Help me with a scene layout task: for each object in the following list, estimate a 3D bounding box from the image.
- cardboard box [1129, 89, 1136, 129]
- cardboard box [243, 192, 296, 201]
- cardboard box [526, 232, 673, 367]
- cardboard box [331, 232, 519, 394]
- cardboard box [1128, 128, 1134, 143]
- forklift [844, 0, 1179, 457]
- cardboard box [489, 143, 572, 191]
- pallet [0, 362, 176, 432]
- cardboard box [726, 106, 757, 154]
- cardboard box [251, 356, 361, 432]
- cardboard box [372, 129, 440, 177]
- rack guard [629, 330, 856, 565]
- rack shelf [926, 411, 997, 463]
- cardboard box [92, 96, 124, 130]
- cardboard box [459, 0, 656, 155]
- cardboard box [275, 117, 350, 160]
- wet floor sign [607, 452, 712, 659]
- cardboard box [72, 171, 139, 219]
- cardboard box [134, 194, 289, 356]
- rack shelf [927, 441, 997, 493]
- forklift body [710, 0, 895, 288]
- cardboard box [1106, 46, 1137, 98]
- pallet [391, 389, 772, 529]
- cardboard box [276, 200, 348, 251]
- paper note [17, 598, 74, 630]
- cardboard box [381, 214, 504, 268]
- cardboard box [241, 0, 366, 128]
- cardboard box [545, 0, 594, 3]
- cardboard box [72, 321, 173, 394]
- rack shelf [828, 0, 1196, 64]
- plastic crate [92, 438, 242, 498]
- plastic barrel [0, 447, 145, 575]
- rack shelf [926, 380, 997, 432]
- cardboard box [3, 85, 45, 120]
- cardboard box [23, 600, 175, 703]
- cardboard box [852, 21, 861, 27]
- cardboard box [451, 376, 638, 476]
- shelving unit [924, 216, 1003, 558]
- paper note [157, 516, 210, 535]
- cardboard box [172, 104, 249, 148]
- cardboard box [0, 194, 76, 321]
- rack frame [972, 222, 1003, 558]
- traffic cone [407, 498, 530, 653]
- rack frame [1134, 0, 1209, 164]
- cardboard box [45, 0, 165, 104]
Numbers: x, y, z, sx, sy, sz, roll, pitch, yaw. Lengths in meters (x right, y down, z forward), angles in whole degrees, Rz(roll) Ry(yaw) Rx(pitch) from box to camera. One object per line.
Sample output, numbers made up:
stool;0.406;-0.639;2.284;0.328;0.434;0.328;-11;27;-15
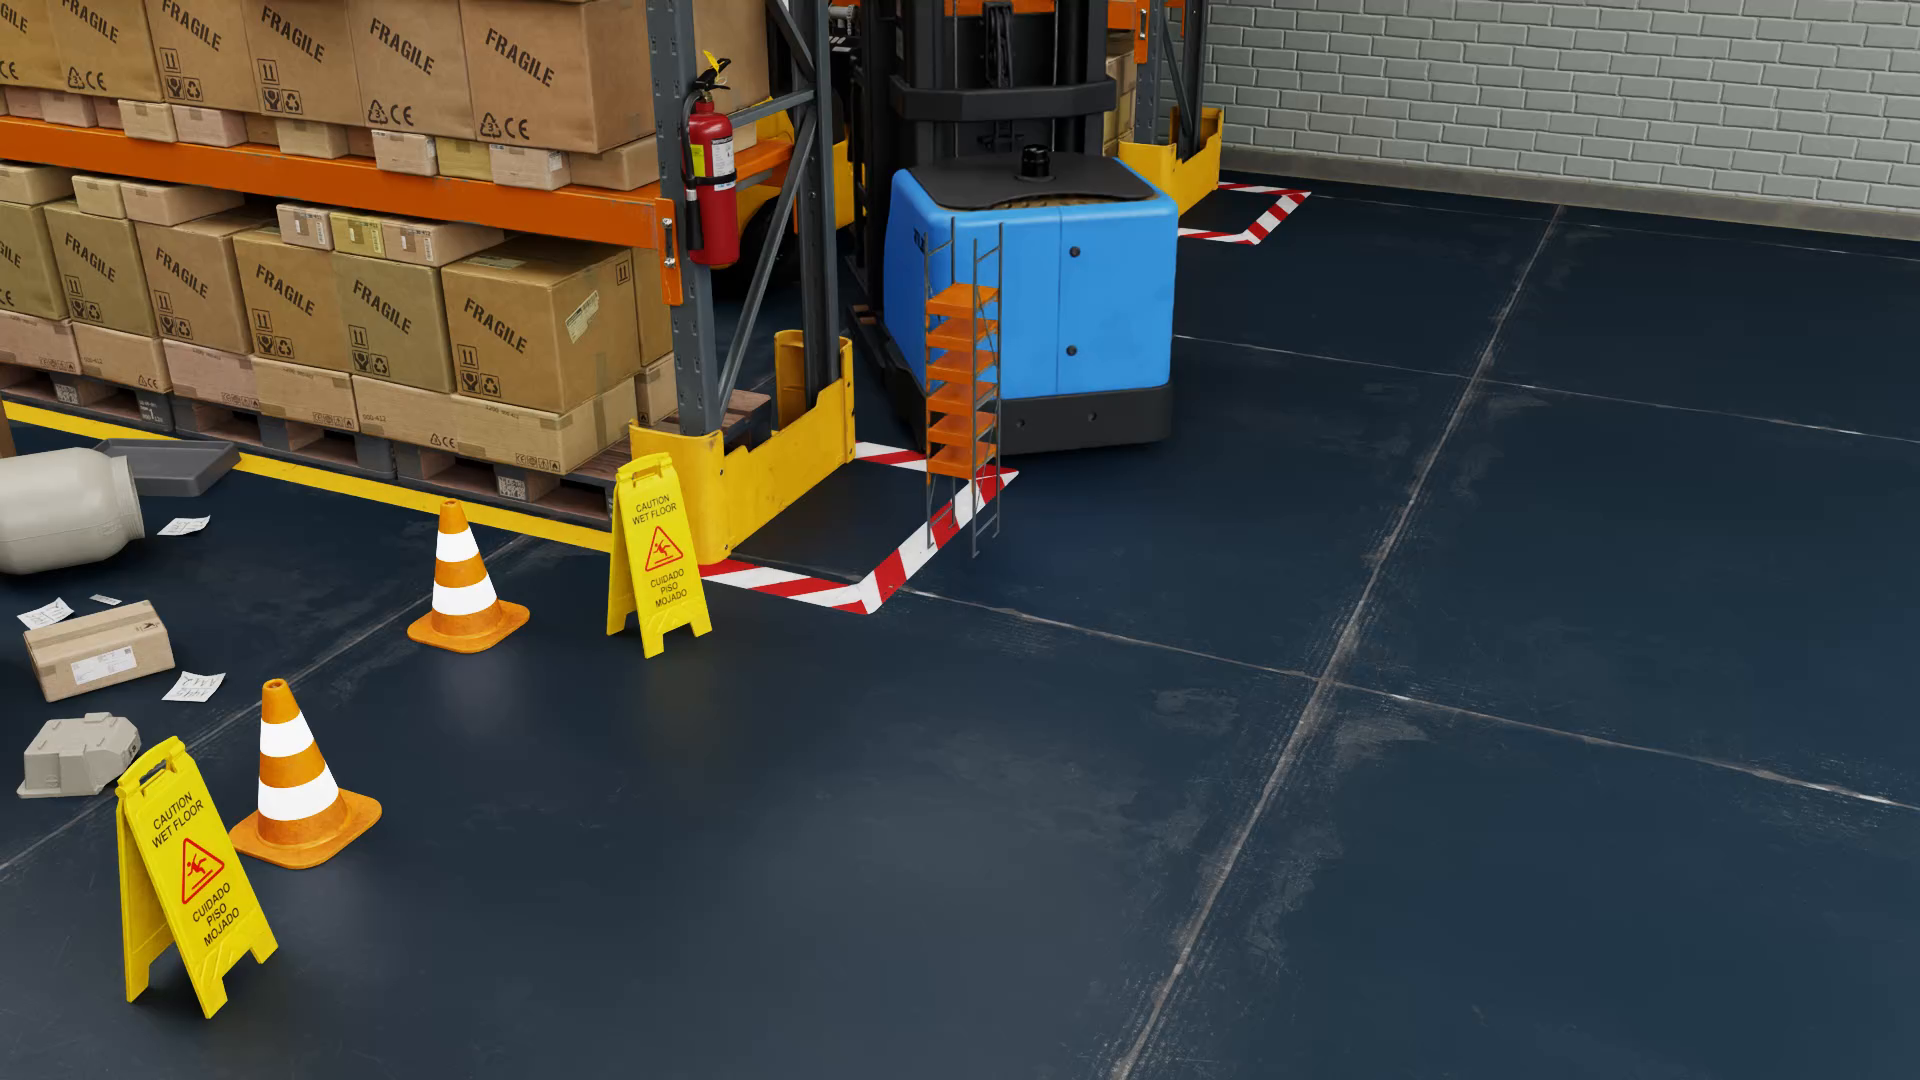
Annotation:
cardboard box;0.964;-2.842;10.698;0.500;0.250;0.500;12;29;23
cardboard box;-2.808;-1.334;7.352;0.500;0.500;0.500;13;29;24
cardboard box;-1.387;-1.051;6.777;0.500;0.500;0.500;10;28;20
cardboard box;-2.059;-0.924;6.519;0.500;0.500;0.500;12;29;24
cardboard box;0.940;-2.617;10.806;0.500;0.250;0.500;11;28;22
forklift;0.052;-2.268;7.538;1.130;2.935;3.031;-6;27;-12
cardboard box;-1.451;-1.368;5.918;0.250;0.149;0.380;11;28;21
pallet;-3.760;-0.869;7.775;1.213;0.211;1.003;11;28;22
cardboard box;-0.969;-1.530;6.245;0.250;0.149;0.380;11;28;22
cardboard box;-2.539;-0.683;6.878;0.500;0.250;0.500;10;28;20
cardboard box;-1.922;-1.459;6.101;0.250;0.149;0.380;12;29;23
rack guard;-0.814;-0.389;6.475;0.348;0.500;1.175;11;28;22
rack shelf;0.013;-0.388;6.052;0.180;0.103;0.258;11;28;22
cardboard box;-3.260;-1.772;6.738;0.250;0.149;0.380;11;28;22
cardboard box;-1.353;-1.664;5.783;0.500;0.500;0.500;11;28;21
cardboard box;-2.367;-1.572;6.332;0.250;0.149;0.380;11;28;21
wet floor sign;-1.015;0.024;5.470;0.232;0.644;0.267;23;35;39
cardboard box;-3.403;-1.454;6.861;0.250;0.149;0.380;13;29;24
cardboard box;-2.998;-1.114;6.906;0.500;0.500;0.500;13;29;24
rack shelf;0.013;-0.280;6.105;0.180;0.103;0.258;11;28;22
forklift body;-1.175;-2.726;9.352;1.214;2.155;2.313;11;28;22
cardboard box;0.758;-2.856;10.160;0.500;0.250;0.500;12;29;24
pallet;-1.539;-0.423;6.869;1.213;0.211;1.003;11;28;22
cardboard box;-2.411;-1.257;6.461;0.250;0.149;0.380;13;29;24
paper note;-3.141;0.252;5.716;0.142;0.019;0.148;23;35;39
cardboard box;-1.944;-1.161;6.266;0.250;0.149;0.380;12;29;23
cardboard box;-2.261;-1.850;6.162;0.500;0.500;0.500;11;28;22
cardboard box;-1.300;-2.129;5.597;0.500;0.500;0.700;11;28;21
cardboard box;-3.470;-0.874;7.266;0.500;0.250;0.500;13;29;25
rack shelf;-0.514;-3.536;10.851;4.000;0.370;1.077;11;28;22
plastic crate;-3.297;-0.302;6.772;0.583;0.080;0.402;2;26;4
plastic barrel;-3.252;-0.110;5.994;0.512;0.421;0.421;-12;29;-23
rack shelf;0.013;-0.496;5.999;0.180;0.103;0.258;11;28;22
cardboard box;-3.726;-1.867;6.931;0.250;0.149;0.380;11;28;22
cardboard box;-2.774;0.355;5.361;0.380;0.149;0.250;-18;31;-31
cardboard box;-0.424;-3.343;11.150;0.500;0.250;0.500;11;28;21
cardboard box;-1.614;-0.496;6.499;0.500;0.250;0.500;11;28;22
shelving unit;0.013;-0.536;5.979;0.189;1.200;0.258;11;28;22
paper note;-2.954;-0.058;6.333;0.148;0.019;0.142;2;26;4
cardboard box;-2.831;-1.657;6.503;0.250;0.149;0.380;11;28;22
cardboard box;-3.961;-1.303;7.289;0.500;0.500;0.500;13;29;24
rack frame;0.097;-0.519;5.946;0.006;1.200;0.240;11;28;22
traffic cone;-1.671;0.081;5.561;0.334;0.463;0.336;11;28;22
rack frame;1.306;-3.493;9.950;0.127;3.000;1.000;11;28;22
cardboard box;-3.183;-2.035;6.537;0.500;0.500;0.500;11;28;21
